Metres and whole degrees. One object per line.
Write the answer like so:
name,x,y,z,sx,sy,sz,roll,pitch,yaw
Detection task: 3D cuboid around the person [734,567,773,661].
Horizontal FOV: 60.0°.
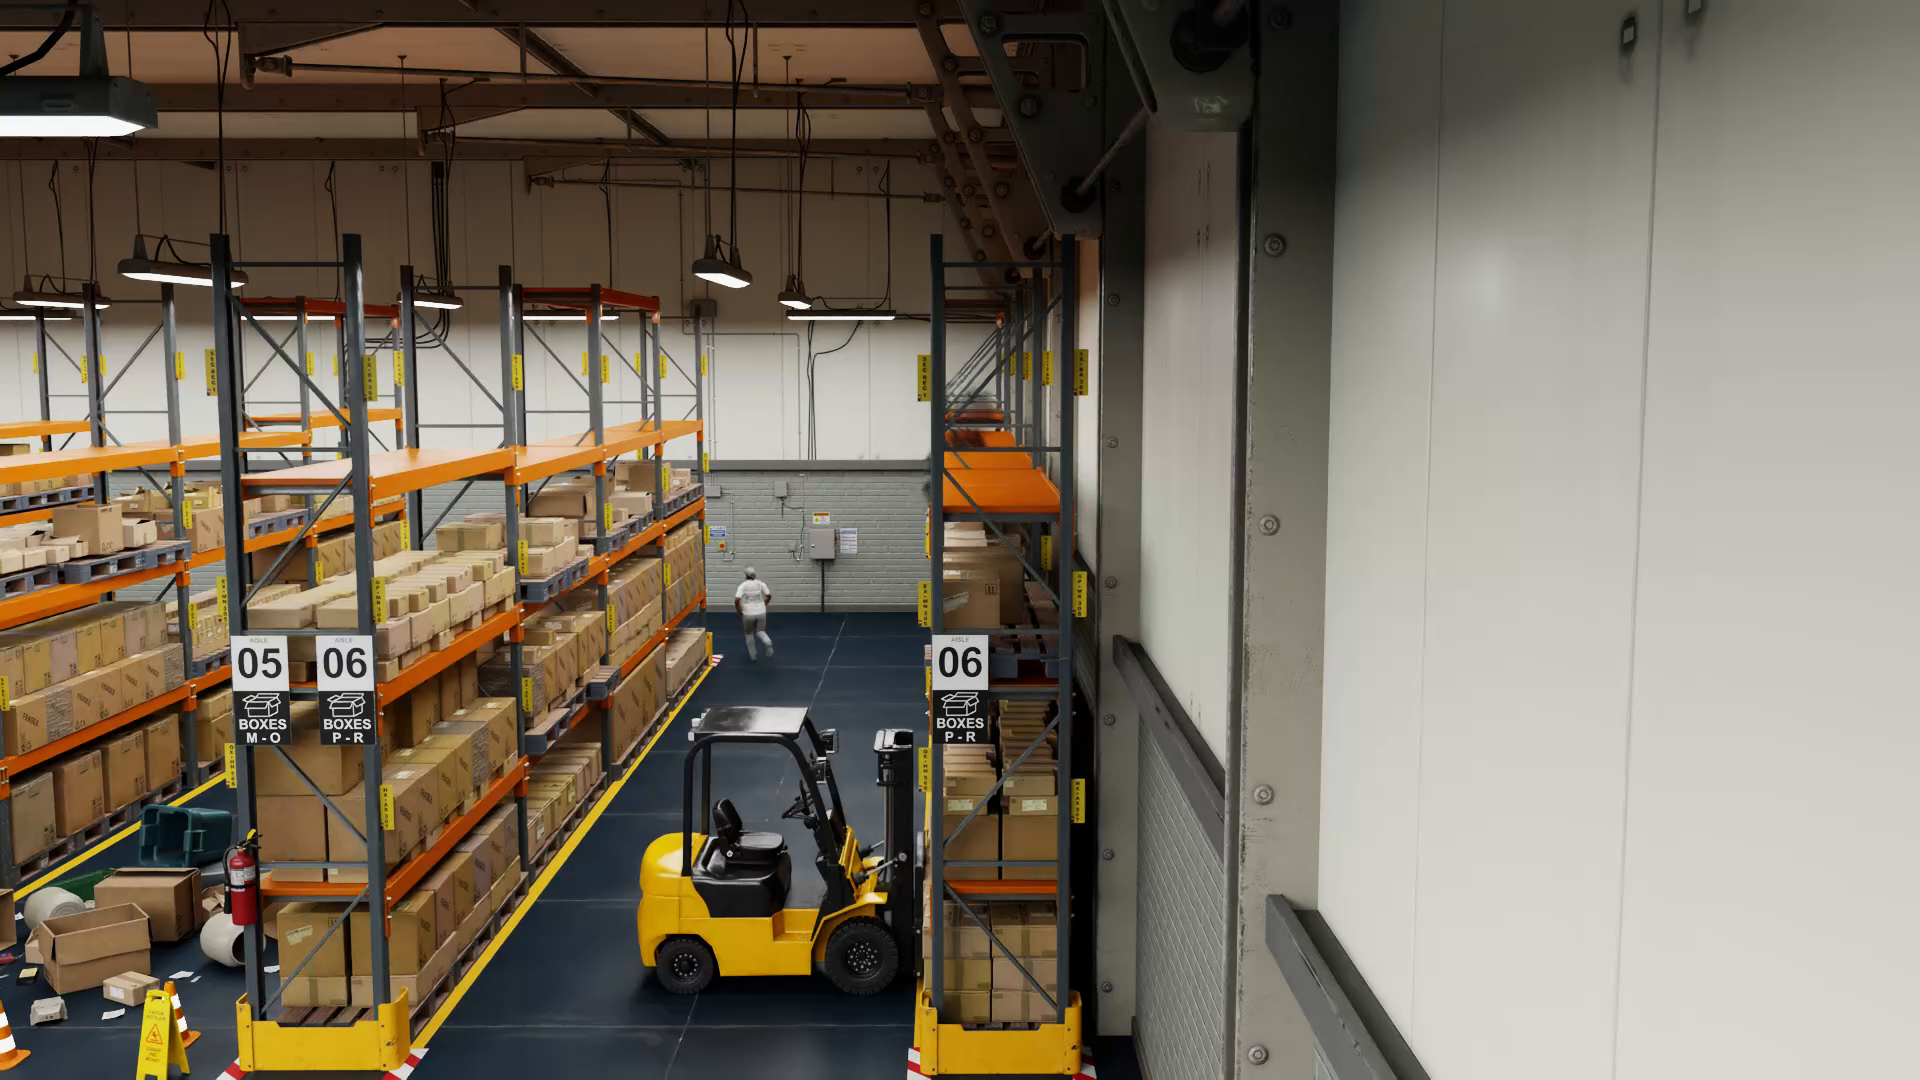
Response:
person,-3.500,1.291,28.100,0.639,1.674,0.621,-3,7,-26
